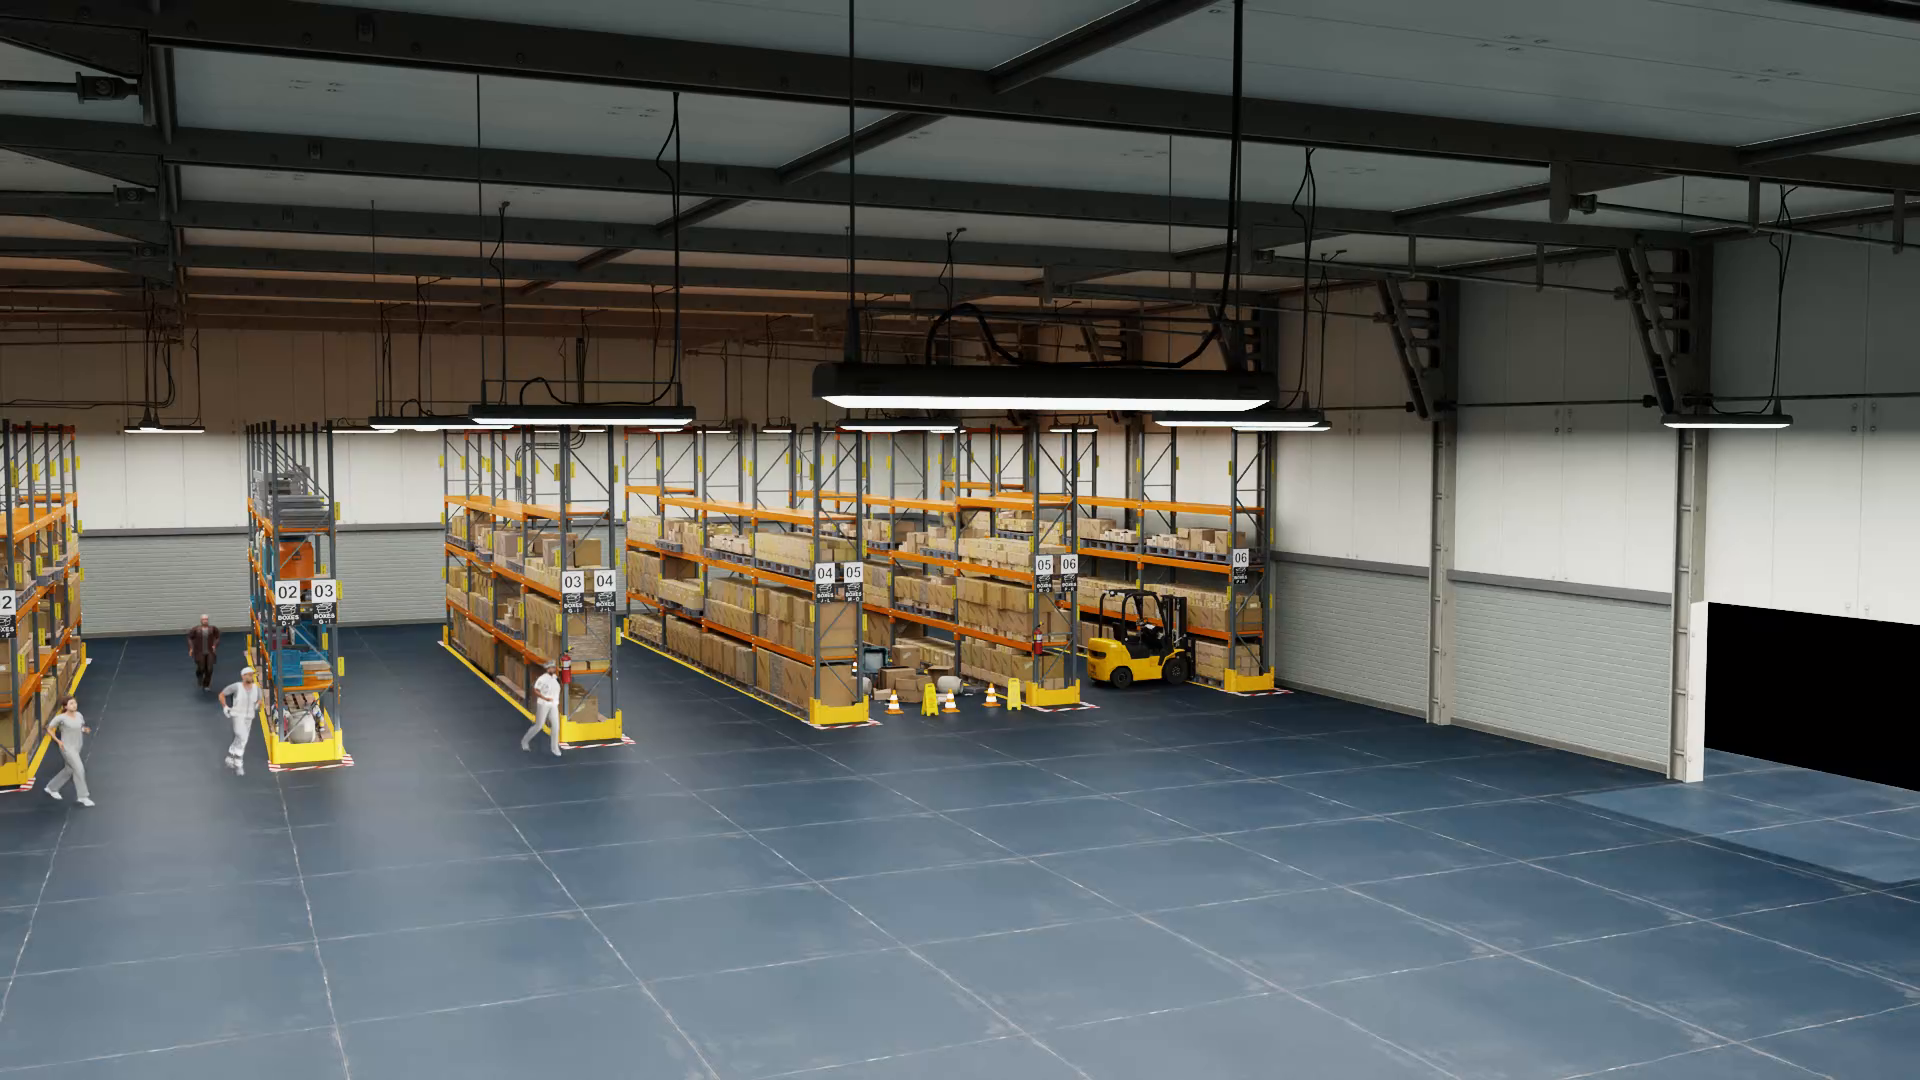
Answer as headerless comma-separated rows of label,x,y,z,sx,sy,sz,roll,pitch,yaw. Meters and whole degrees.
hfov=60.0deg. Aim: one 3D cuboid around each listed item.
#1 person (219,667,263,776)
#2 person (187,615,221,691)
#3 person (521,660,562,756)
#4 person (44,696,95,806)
person,-12.232,3.070,28.401,0.724,1.810,0.648,2,4,34
person,-16.941,2.534,37.298,0.696,1.728,0.670,-2,4,-31
person,-7.431,3.004,30.024,0.918,1.681,0.663,3,4,35
person,-13.841,3.267,25.865,0.894,1.693,0.549,1,4,12
